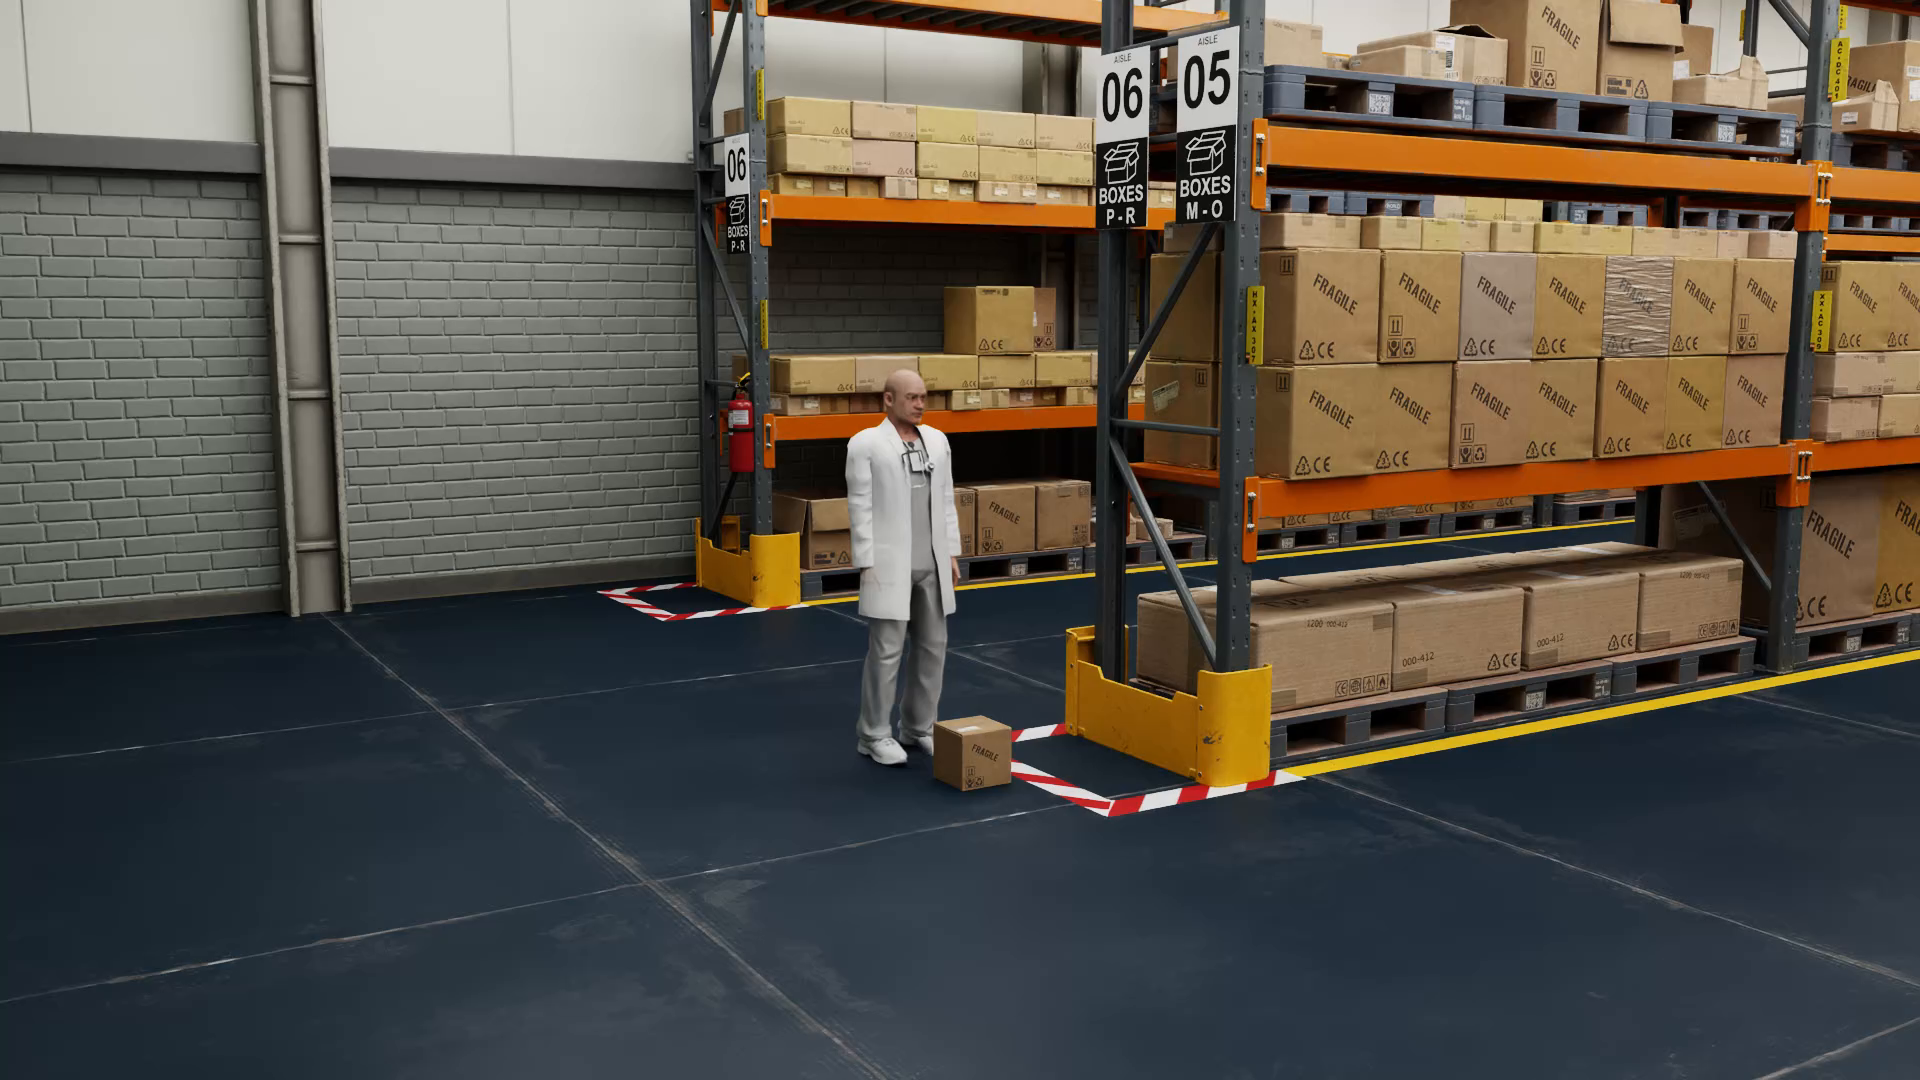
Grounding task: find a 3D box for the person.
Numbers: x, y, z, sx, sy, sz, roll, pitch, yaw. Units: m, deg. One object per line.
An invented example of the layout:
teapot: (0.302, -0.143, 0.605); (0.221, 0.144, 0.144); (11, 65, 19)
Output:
person: (-0.235, 0.125, 7.583); (0.562, 1.799, 0.394); (-5, 10, -33)
